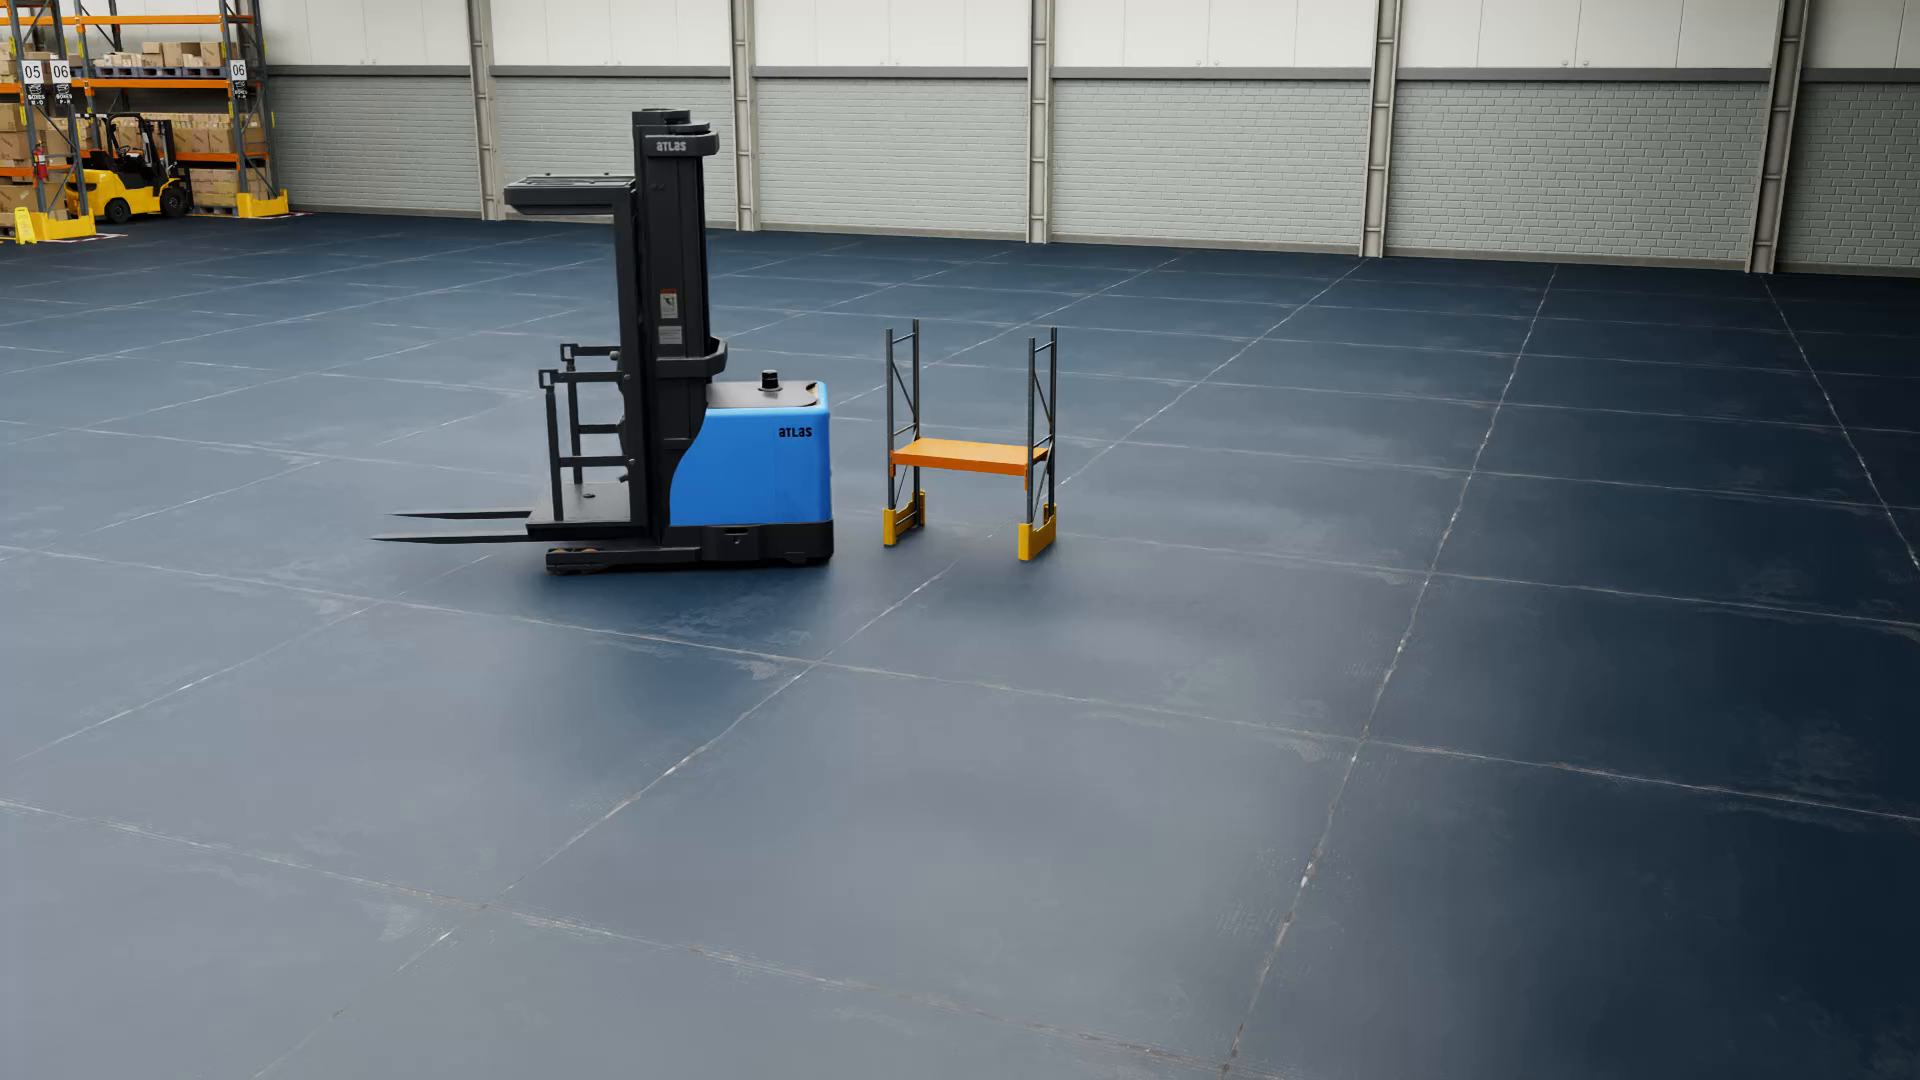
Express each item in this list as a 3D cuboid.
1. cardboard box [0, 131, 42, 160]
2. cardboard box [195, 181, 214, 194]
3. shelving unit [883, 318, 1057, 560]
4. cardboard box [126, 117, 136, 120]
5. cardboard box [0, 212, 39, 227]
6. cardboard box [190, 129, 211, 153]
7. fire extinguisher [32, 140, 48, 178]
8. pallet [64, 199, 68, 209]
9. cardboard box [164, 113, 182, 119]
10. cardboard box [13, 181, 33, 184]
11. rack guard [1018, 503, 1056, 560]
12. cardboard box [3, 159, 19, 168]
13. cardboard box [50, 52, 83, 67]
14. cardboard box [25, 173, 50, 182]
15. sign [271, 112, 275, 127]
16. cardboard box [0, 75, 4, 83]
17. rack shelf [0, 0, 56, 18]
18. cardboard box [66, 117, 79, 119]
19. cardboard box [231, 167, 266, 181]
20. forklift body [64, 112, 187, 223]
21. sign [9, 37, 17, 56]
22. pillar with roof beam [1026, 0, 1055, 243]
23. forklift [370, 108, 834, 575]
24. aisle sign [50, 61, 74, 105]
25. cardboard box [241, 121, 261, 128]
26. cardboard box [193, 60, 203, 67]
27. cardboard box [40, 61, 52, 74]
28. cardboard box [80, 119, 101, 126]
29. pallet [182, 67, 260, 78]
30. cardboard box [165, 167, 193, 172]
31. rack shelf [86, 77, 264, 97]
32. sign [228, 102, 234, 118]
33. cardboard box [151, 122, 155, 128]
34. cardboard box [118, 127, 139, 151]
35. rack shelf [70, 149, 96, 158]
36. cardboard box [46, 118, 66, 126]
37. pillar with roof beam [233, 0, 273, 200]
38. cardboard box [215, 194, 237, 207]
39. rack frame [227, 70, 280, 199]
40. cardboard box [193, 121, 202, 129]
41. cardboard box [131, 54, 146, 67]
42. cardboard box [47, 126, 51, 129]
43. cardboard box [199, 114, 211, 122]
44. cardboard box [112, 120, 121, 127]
[{"bbox_3d":[-17.408,-7.321,30.800,0.500,0.500,0.500,6,17,20],"label":"cardboard box"},{"bbox_3d":[-16.014,-7.578,35.680,0.500,0.250,0.500,6,17,20],"label":"cardboard box"},{"bbox_3d":[0.071,-0.712,11.438,1.083,1.500,0.587,6,17,21],"label":"shelving unit"},{"bbox_3d":[-17.799,-9.156,35.957,0.250,0.149,0.380,7,17,22],"label":"cardboard box"},{"bbox_3d":[-17.675,-6.043,31.288,0.500,0.250,0.500,6,17,20],"label":"cardboard box"},{"bbox_3d":[-16.018,-8.520,35.462,0.500,0.500,0.500,7,18,22],"label":"cardboard box"},{"bbox_3d":[-16.865,-6.978,30.469,0.183,0.674,0.296,6,17,21],"label":"fire extinguisher"},{"bbox_3d":[-19.405,-7.570,37.369,1.213,0.211,1.003,6,17,21],"label":"pallet"},{"bbox_3d":[-16.824,-9.074,35.674,0.250,0.149,0.380,7,17,21],"label":"cardboard box"},{"bbox_3d":[-17.961,-6.597,31.850,0.500,0.500,0.500,6,17,19],"label":"cardboard box"},{"bbox_3d":[0.534,-0.061,11.436,0.087,0.250,0.587,6,17,21],"label":"rack guard"},{"bbox_3d":[-17.505,-7.006,30.876,0.250,0.149,0.380,6,17,20],"label":"cardboard box"},{"bbox_3d":[-19.468,-10.502,36.315,0.500,0.311,0.500,6,17,19],"label":"cardboard box"},{"bbox_3d":[-20.614,-8.113,37.745,0.625,0.625,0.875,6,17,18],"label":"cardboard box"},{"bbox_3d":[-14.775,-9.031,35.708,0.005,0.325,0.100,6,17,21],"label":"sign"},{"bbox_3d":[-17.480,-8.447,30.462,0.250,0.149,0.380,6,17,21],"label":"cardboard box"},{"bbox_3d":[-18.663,-9.885,30.880,4.000,0.370,1.077,6,17,21],"label":"rack shelf"},{"bbox_3d":[-19.883,-9.414,37.379,0.250,0.149,0.380,6,17,21],"label":"cardboard box"},{"bbox_3d":[-15.362,-7.894,35.870,0.500,0.250,0.500,6,17,20],"label":"cardboard box"},{"bbox_3d":[-17.418,-7.748,34.503,1.214,2.155,2.313,6,17,21],"label":"forklift body"},{"bbox_3d":[-17.024,-8.870,29.880,0.005,0.325,0.100,6,17,21],"label":"sign"},{"bbox_3d":[-0.136,-8.662,25.372,0.400,9.000,9.100,6,17,21],"label":"pillar with roof beam"},{"bbox_3d":[-2.391,-1.333,11.009,3.031,2.935,1.130,-1,16,-5],"label":"forklift"},{"bbox_3d":[-16.631,-8.469,30.803,0.004,0.787,0.394,6,17,21],"label":"aisle sign"},{"bbox_3d":[-15.205,-8.896,35.593,0.250,0.149,0.380,6,17,19],"label":"cardboard box"},{"bbox_3d":[-15.866,-10.010,34.911,0.250,0.149,0.380,6,17,19],"label":"cardboard box"},{"bbox_3d":[-17.172,-8.778,30.887,0.500,0.250,0.500,6,17,20],"label":"cardboard box"},{"bbox_3d":[-19.104,-9.180,36.573,0.250,0.149,0.380,7,18,23],"label":"cardboard box"},{"bbox_3d":[-15.632,-9.911,35.213,1.213,0.211,1.003,6,17,21],"label":"pallet"},{"bbox_3d":[-16.946,-7.915,35.944,0.500,0.250,0.500,6,17,20],"label":"cardboard box"},{"bbox_3d":[-16.845,-9.734,35.733,4.000,0.370,1.077,6,17,21],"label":"rack shelf"},{"bbox_3d":[-15.196,-8.965,34.672,0.005,0.325,0.100,6,17,21],"label":"sign"},{"bbox_3d":[-17.325,-8.964,35.827,0.250,0.149,0.380,6,17,19],"label":"cardboard box"},{"bbox_3d":[-17.898,-8.729,36.183,0.500,0.500,0.500,7,17,22],"label":"cardboard box"},{"bbox_3d":[-20.566,-8.703,37.561,4.000,0.370,1.077,6,17,21],"label":"rack shelf"},{"bbox_3d":[-20.074,-9.276,36.904,0.250,0.149,0.380,6,17,19],"label":"cardboard box"},{"bbox_3d":[-16.881,-10.504,31.714,0.400,9.000,9.100,6,17,21],"label":"pillar with roof beam"},{"bbox_3d":[-15.537,-7.282,35.554,0.500,0.250,0.500,6,17,21],"label":"cardboard box"},{"bbox_3d":[-14.984,-8.434,35.346,0.127,3.000,1.000,6,17,21],"label":"rack frame"},{"bbox_3d":[-16.104,-8.846,35.421,0.250,0.149,0.380,6,17,20],"label":"cardboard box"},{"bbox_3d":[-17.436,-10.239,35.489,0.258,0.266,0.396,6,17,19],"label":"cardboard box"},{"bbox_3d":[-20.210,-9.100,37.012,0.500,0.250,0.500,7,17,22],"label":"cardboard box"},{"bbox_3d":[-15.889,-8.956,35.265,0.250,0.149,0.380,7,17,22],"label":"cardboard box"},{"bbox_3d":[-18.264,-9.076,36.214,0.250,0.149,0.380,7,17,22],"label":"cardboard box"}]
